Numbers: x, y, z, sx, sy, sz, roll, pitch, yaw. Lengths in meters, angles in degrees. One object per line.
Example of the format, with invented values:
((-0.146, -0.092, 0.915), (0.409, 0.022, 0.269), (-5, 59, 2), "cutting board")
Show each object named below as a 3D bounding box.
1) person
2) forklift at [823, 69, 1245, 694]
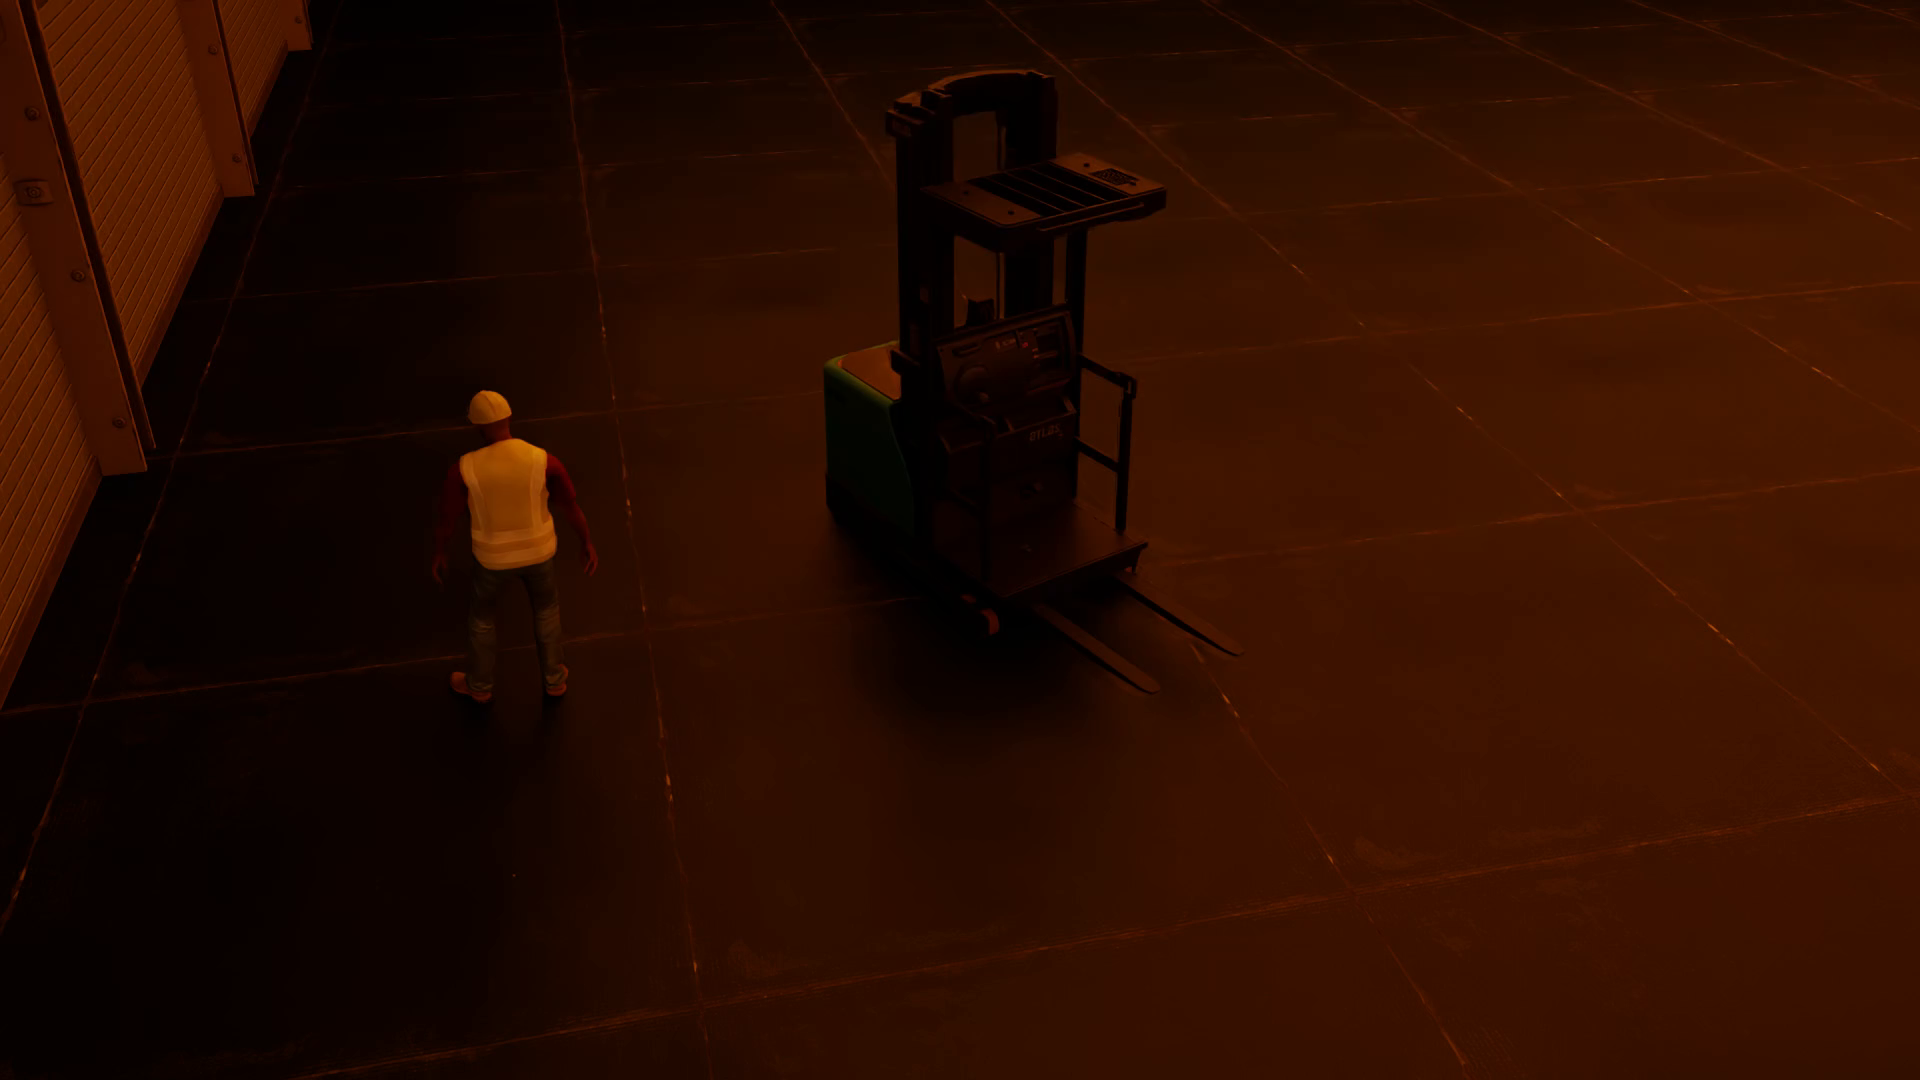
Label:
((-2.355, 0.032, 8.713), (0.852, 1.737, 0.428), (-10, 31, -16), "person")
((0.396, -0.989, 9.283), (1.130, 2.935, 3.031), (-20, 35, -30), "forklift")
